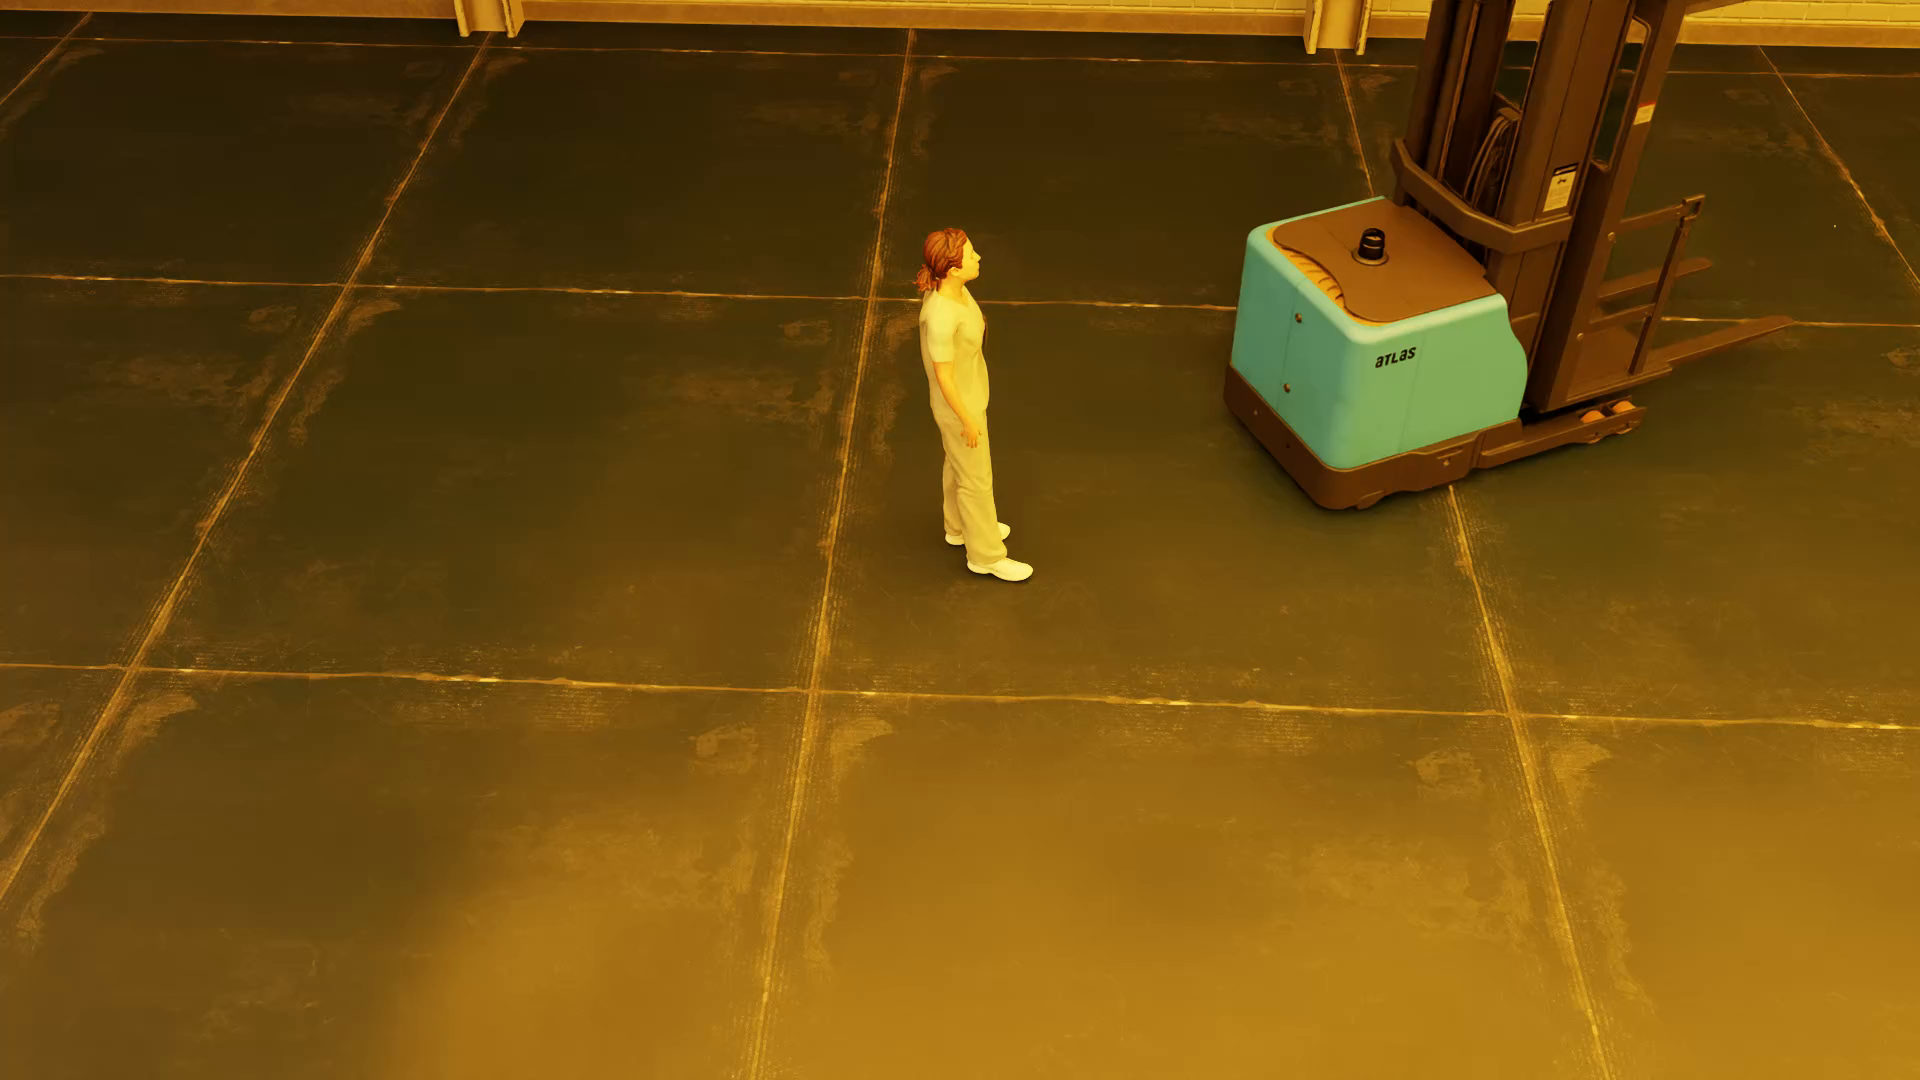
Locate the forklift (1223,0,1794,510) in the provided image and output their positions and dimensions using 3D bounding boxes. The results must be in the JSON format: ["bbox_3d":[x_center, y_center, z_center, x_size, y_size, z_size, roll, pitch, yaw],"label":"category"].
[{"bbox_3d":[2.926,-1.883,7.805,3.031,2.935,1.130,-16,45,-17],"label":"forklift"}]

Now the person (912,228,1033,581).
[{"bbox_3d":[0.073,-0.613,7.334,0.549,1.675,0.549,2,42,2],"label":"person"}]
